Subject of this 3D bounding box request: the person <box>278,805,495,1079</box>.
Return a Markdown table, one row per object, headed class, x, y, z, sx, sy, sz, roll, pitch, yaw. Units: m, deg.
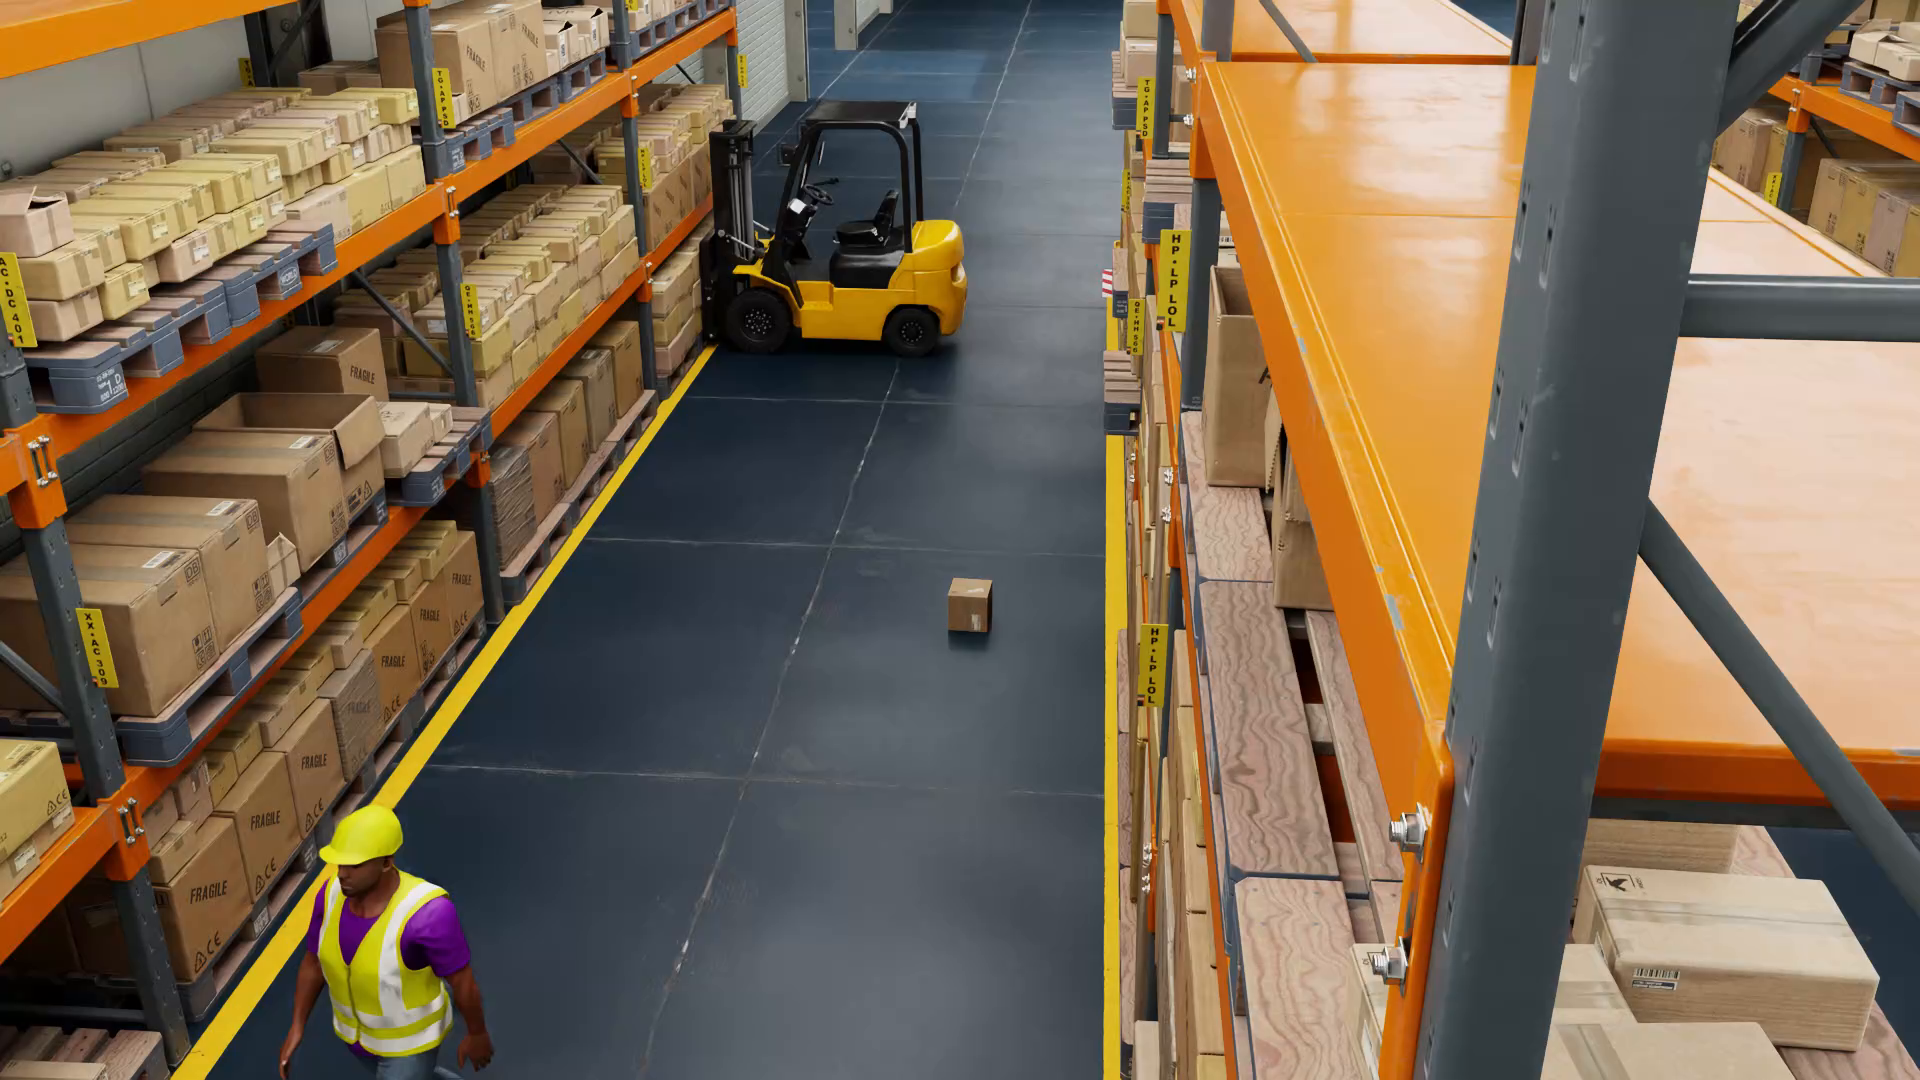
| class | x | y | z | sx | sy | sz | roll | pitch | yaw |
| --- | --- | --- | --- | --- | --- | --- | --- | --- | --- |
| person | -2.040 | 1.730 | 5.725 | 0.609 | 1.708 | 1.010 | 12 | 27 | 25 |
